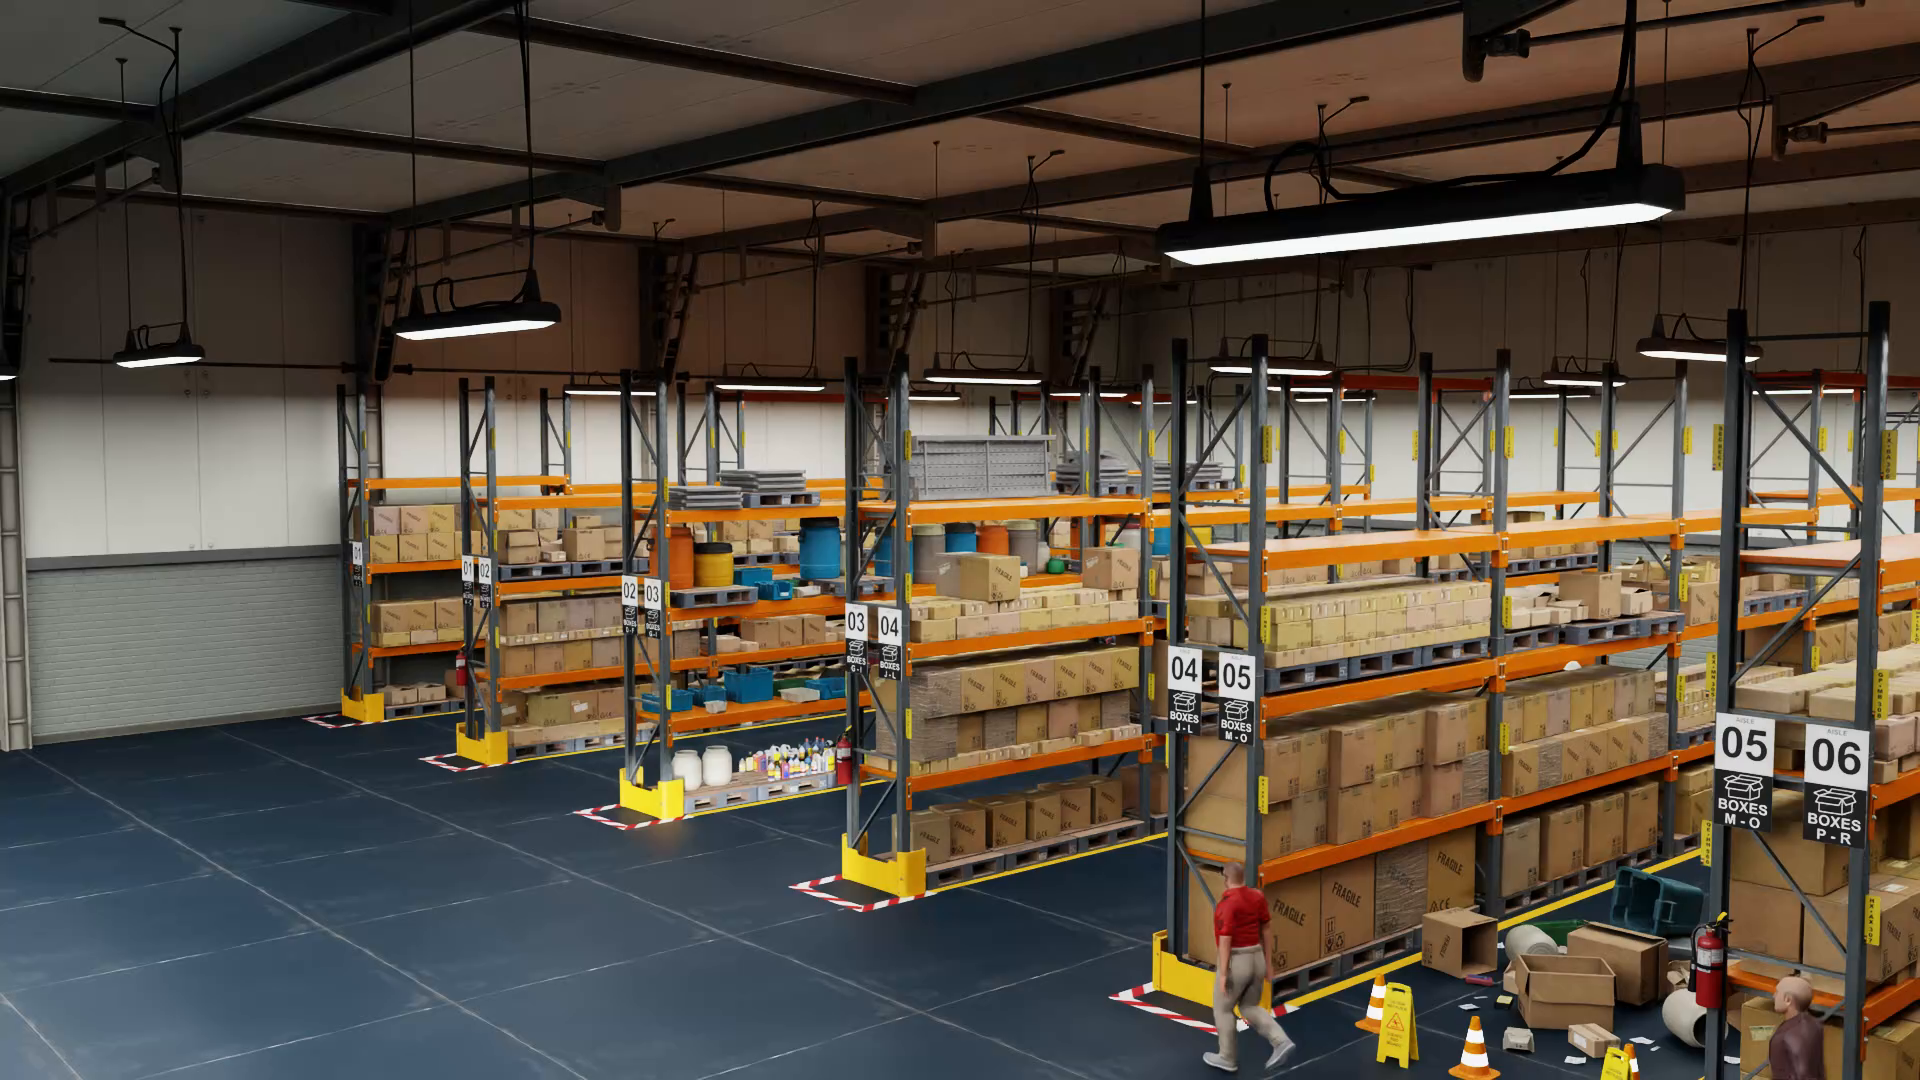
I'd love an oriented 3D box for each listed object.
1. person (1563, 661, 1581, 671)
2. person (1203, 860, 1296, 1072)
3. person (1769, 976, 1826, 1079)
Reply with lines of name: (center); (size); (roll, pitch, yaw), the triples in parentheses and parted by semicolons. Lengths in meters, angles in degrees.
person: (8.993, 2.689, 24.405); (0.528, 1.839, 0.579); (-2, 4, -31)
person: (2.305, 3.424, 13.317); (0.545, 1.698, 0.766); (-3, 5, -40)
person: (5.199, 3.619, 10.327); (0.859, 1.791, 0.617); (2, 4, 27)
